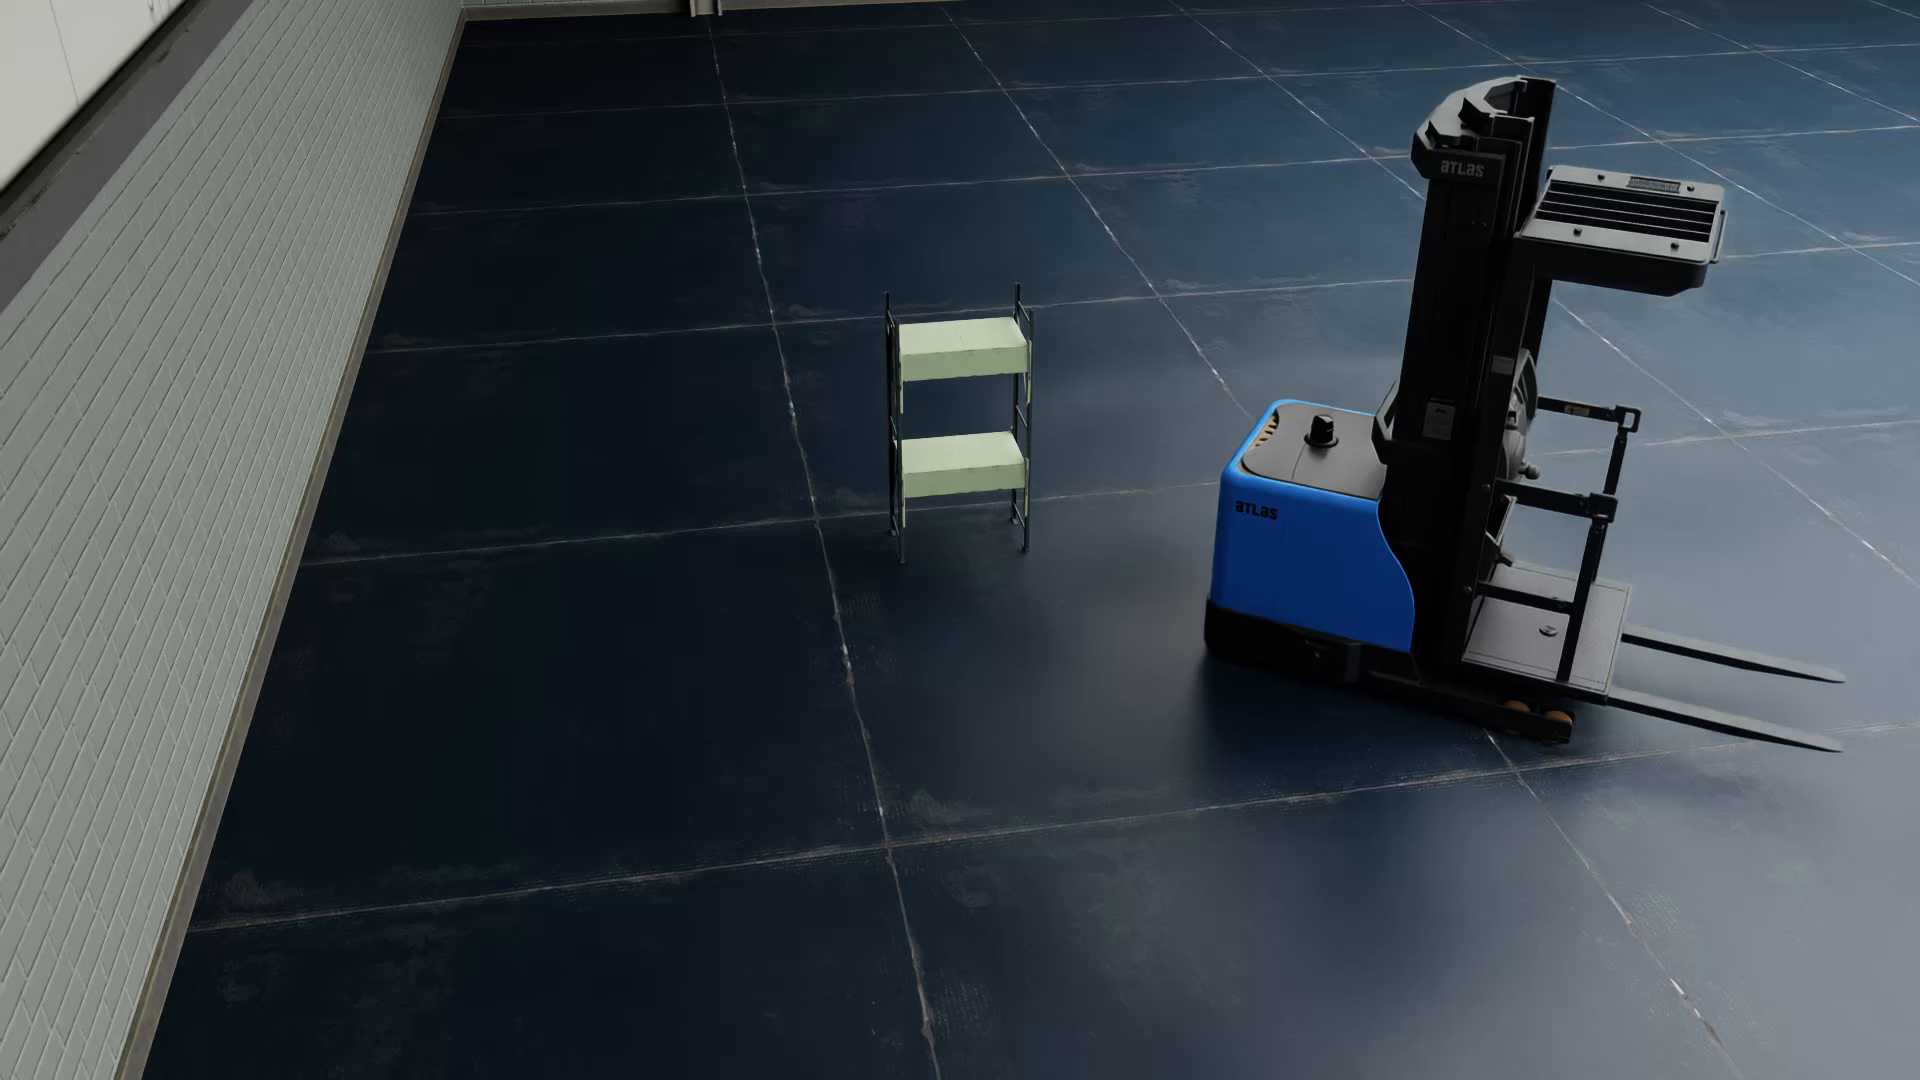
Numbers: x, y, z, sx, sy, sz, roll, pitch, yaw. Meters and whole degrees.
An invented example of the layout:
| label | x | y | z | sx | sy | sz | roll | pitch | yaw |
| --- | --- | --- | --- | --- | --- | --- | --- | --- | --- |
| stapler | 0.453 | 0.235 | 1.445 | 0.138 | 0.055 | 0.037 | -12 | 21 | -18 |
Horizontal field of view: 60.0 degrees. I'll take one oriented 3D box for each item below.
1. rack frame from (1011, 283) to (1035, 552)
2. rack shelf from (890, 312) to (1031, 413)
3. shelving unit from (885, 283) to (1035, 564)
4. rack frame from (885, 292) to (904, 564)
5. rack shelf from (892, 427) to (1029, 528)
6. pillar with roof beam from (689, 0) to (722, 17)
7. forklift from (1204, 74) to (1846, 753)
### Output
| label | x | y | z | sx | sy | sz | roll | pitch | yaw |
| --- | --- | --- | --- | --- | --- | --- | --- | --- | --- |
| rack frame | 0.353 | -0.679 | 9.426 | 0.023 | 1.500 | 0.400 | -5 | 31 | -9 |
| rack shelf | -0.007 | -0.982 | 9.171 | 0.720 | 0.370 | 0.431 | -5 | 31 | -9 |
| shelving unit | -0.007 | -0.646 | 9.369 | 0.755 | 1.500 | 0.431 | -5 | 31 | -9 |
| rack frame | -0.367 | -0.612 | 9.312 | 0.023 | 1.500 | 0.400 | -5 | 31 | -9 |
| rack shelf | -0.007 | -0.365 | 9.534 | 0.720 | 0.370 | 0.431 | -5 | 31 | -9 |
| pillar with roof beam | -2.456 | -8.433 | 15.214 | 0.400 | 9.000 | 9.100 | -5 | 31 | -9 |
| forklift | 2.840 | -0.576 | 7.838 | 3.031 | 2.935 | 1.130 | 13 | 33 | 21 |
